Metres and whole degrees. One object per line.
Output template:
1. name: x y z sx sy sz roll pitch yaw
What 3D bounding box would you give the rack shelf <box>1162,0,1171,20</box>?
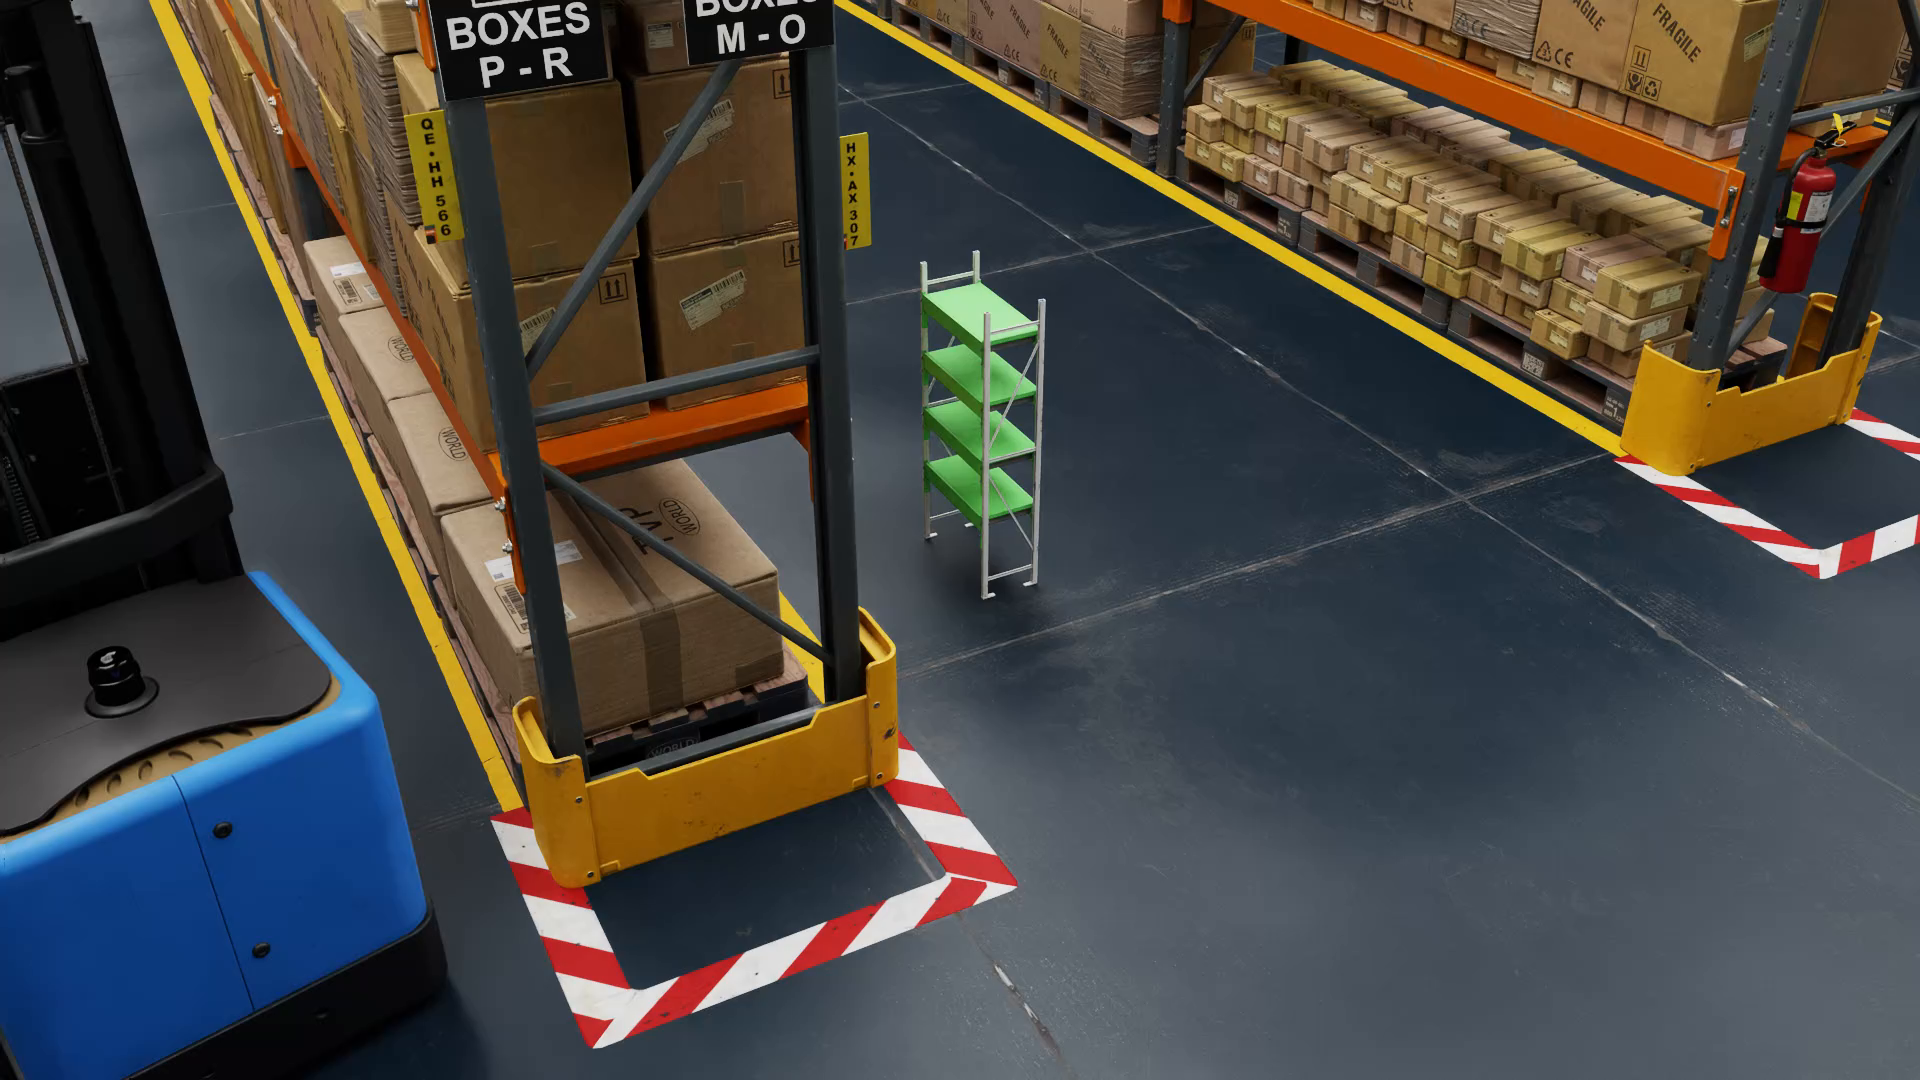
1. rack shelf: 0.745 -4.278 11.313 1.077 0.370 4.000 -16 36 -23

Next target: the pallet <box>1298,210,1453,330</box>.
1. pallet: 2.595 -1.557 8.985 1.003 0.211 1.213 -16 36 -23

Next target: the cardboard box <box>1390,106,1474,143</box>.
1. cardboard box: 2.611 -2.270 9.215 0.380 0.149 0.250 -18 37 -25

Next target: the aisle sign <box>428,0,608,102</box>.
1. aisle sign: -1.030 -1.406 3.755 0.394 0.787 0.004 -16 36 -23

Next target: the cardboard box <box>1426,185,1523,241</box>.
1. cardboard box: 2.533 -1.613 8.189 0.380 0.149 0.250 -15 35 -21

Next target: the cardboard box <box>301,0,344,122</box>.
1. cardboard box: -1.955 -1.777 5.723 0.500 0.500 0.500 -16 36 -23

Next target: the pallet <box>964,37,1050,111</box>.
1. pallet: 0.741 -3.406 11.871 1.003 0.211 1.213 -16 36 -23

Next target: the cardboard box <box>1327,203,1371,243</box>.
1. cardboard box: 2.204 -1.739 8.937 0.380 0.149 0.250 -17 36 -24

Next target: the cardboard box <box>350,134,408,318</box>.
1. cardboard box: -1.717 -1.116 5.619 0.500 0.500 0.500 -15 36 -22

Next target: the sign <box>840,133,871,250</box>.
1. sign: -0.295 -0.959 4.590 0.100 0.325 0.005 -16 36 -23

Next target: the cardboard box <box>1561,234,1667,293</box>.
1. cardboard box: 3.006 -1.267 7.650 0.380 0.149 0.250 -15 36 -22

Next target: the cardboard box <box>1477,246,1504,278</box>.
1. cardboard box: 2.766 -1.401 8.133 0.380 0.149 0.250 -16 36 -24

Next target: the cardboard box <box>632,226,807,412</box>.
1. cardboard box: -0.759 -0.767 5.074 0.500 0.500 0.500 -16 36 -23

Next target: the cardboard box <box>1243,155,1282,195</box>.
1. cardboard box: 1.849 -2.115 9.525 0.380 0.149 0.250 -16 36 -23

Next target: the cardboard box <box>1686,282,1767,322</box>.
1. cardboard box: 3.526 -1.134 7.716 0.380 0.149 0.250 -14 35 -21

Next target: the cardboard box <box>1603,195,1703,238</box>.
1. cardboard box: 3.360 -1.533 8.065 0.380 0.149 0.250 -16 36 -23

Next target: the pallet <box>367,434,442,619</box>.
1. pallet: -1.796 -0.193 6.856 1.003 0.211 1.213 -16 36 -23

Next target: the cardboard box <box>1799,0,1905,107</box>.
1. cardboard box: 3.578 -2.168 6.985 0.500 0.500 0.500 -14 35 -21

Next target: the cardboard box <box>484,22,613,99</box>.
1. cardboard box: -1.134 -1.281 4.348 0.380 0.149 0.250 -15 36 -22

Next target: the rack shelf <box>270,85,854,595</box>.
1. rack shelf: -1.722 -1.076 6.315 1.077 0.370 4.000 -16 36 -23

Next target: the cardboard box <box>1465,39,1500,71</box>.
1. cardboard box: 2.618 -2.333 7.844 0.380 0.149 0.250 -17 37 -25

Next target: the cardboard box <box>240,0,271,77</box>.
1. cardboard box: -3.086 -2.420 7.886 0.500 0.250 0.500 -17 36 -24

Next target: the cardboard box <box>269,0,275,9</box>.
1. cardboard box: -2.646 -2.508 6.864 0.500 0.500 0.500 -16 36 -23

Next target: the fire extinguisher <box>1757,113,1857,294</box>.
1. fire extinguisher: 3.252 -1.291 6.402 0.296 0.674 0.183 -16 36 -23

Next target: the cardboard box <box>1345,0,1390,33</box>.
1. cardboard box: 2.178 -2.687 8.396 0.380 0.149 0.250 -14 35 -21

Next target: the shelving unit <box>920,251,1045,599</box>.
1. shelving unit: 0.077 -0.426 6.303 0.258 1.200 0.503 -16 36 -23

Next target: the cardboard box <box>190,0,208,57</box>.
1. cardboard box: -4.774 -3.584 11.611 0.950 0.372 0.625 -18 37 -26

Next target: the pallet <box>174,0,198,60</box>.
1. pallet: -5.447 -4.022 12.833 1.003 0.211 1.213 -16 36 -23

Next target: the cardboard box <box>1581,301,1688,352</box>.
1. cardboard box: 3.044 -0.999 7.506 0.380 0.149 0.250 -17 36 -24

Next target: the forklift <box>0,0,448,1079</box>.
1. forklift: -2.788 -0.375 4.618 1.130 2.935 3.031 -25 40 -33

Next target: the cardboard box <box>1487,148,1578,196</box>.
1. cardboard box: 2.968 -1.903 8.641 0.380 0.149 0.250 -15 36 -22

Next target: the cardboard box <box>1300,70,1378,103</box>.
1. cardboard box: 2.228 -2.637 9.787 0.380 0.149 0.250 -15 36 -23

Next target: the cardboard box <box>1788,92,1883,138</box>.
1. cardboard box: 3.682 -1.849 7.088 0.380 0.149 0.250 -16 36 -23

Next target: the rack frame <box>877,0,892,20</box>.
1. rack frame: -0.187 -5.535 12.609 1.000 3.000 0.127 -16 36 -23

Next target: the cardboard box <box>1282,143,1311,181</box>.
1. cardboard box: 2.030 -2.139 9.286 0.380 0.149 0.250 -18 37 -25

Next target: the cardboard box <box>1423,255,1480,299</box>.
1. cardboard box: 2.555 -1.358 8.342 0.380 0.149 0.250 -18 37 -25

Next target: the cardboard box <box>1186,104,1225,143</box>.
1. cardboard box: 1.564 -2.474 9.809 0.380 0.149 0.250 -14 35 -21

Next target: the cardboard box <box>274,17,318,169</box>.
1. cardboard box: -2.436 -1.844 6.755 0.500 0.500 0.500 -16 36 -23

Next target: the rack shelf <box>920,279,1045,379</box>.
1. rack shelf: 0.077 -0.777 6.079 0.258 0.148 0.480 -16 36 -23

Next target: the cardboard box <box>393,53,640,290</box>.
1. cardboard box: -1.224 -1.057 4.600 0.500 0.500 0.500 -15 35 -22

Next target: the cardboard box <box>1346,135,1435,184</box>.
1. cardboard box: 2.281 -2.012 8.812 0.380 0.149 0.250 -17 37 -25

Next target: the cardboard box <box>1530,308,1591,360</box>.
1. cardboard box: 2.904 -0.990 7.768 0.380 0.149 0.250 -15 35 -22

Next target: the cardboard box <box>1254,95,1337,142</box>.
1. cardboard box: 1.893 -2.382 9.389 0.380 0.149 0.250 -16 36 -24

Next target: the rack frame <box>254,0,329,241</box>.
1. rack frame: -2.654 -2.333 7.611 1.000 3.000 0.127 -16 36 -23

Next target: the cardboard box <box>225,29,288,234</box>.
1. cardboard box: -3.442 -2.320 9.171 0.875 0.875 0.875 -15 36 -22

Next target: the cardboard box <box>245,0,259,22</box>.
1. cardboard box: -3.075 -2.629 7.749 0.500 0.250 0.500 -16 36 -23

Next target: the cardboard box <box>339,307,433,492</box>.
1. cardboard box: -2.038 -0.677 7.012 0.875 0.438 0.875 -17 36 -24

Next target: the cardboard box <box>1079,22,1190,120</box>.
1. cardboard box: 1.110 -3.040 10.643 0.500 0.500 0.500 -17 36 -24

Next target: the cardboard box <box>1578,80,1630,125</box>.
1. cardboard box: 2.928 -1.940 7.230 0.380 0.149 0.250 -16 36 -24

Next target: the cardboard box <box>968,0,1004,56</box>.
1. cardboard box: 0.398 -3.775 11.789 0.500 0.500 0.500 -17 36 -24

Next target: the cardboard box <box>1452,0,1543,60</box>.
1. cardboard box: 2.625 -2.521 7.536 0.500 0.500 0.500 -16 36 -23

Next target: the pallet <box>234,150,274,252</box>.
1. pallet: -3.653 -2.091 9.818 1.003 0.211 1.213 -16 36 -23

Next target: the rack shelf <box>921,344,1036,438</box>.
1. rack shelf: 0.077 -0.574 6.208 0.258 0.148 0.480 -16 36 -23

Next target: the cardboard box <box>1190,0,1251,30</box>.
1. cardboard box: 1.567 -3.485 10.642 0.500 0.250 0.500 -18 37 -25

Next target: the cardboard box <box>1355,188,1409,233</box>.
1. cardboard box: 2.292 -1.742 8.666 0.380 0.149 0.250 -15 36 -23
